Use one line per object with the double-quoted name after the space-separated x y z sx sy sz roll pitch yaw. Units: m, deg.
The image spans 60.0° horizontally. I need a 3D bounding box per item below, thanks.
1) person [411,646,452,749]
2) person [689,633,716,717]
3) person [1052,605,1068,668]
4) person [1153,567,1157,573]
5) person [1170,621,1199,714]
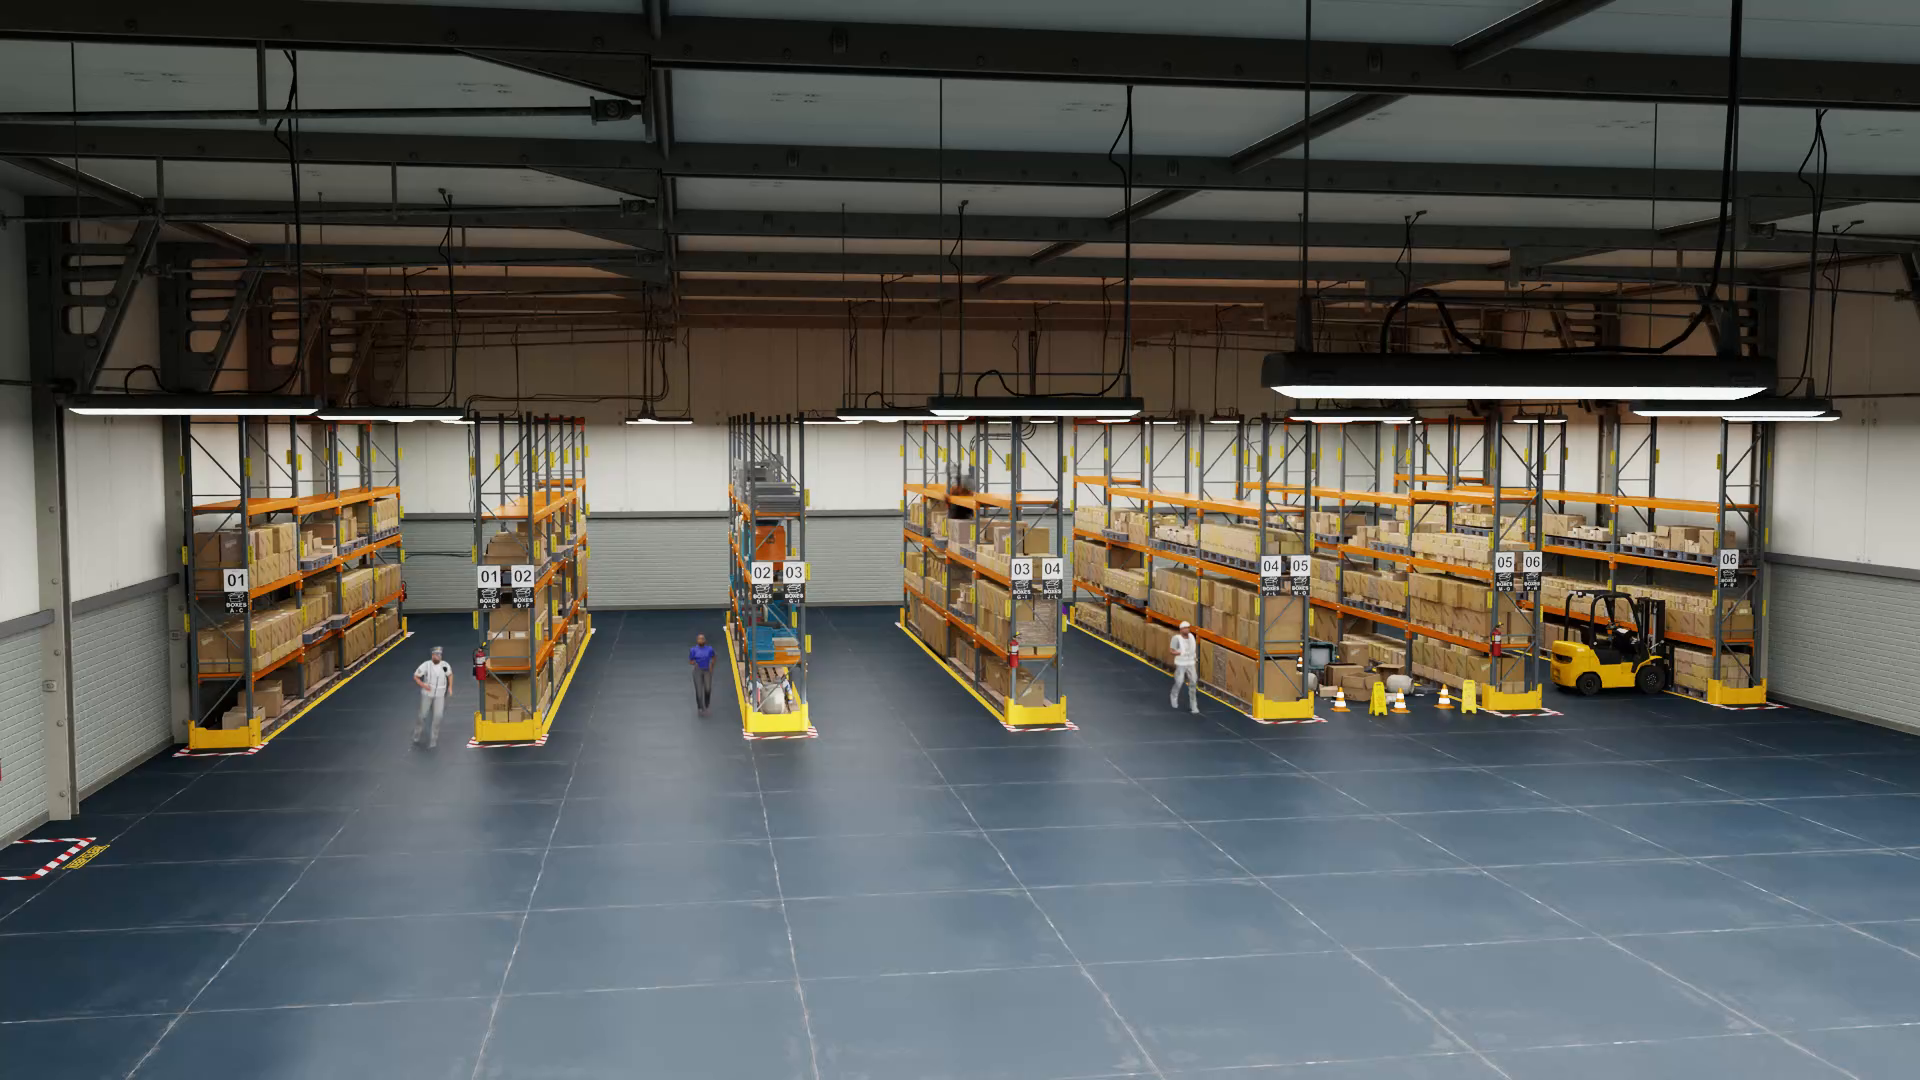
-9.490 2.816 29.989 0.739 1.807 0.841 -2 4 -27 "person"
-5.085 2.672 32.874 0.542 1.649 0.671 -1 4 -9 "person"
2.246 2.138 39.671 0.710 1.755 0.861 -1 4 -17 "person"
5.553 1.631 47.437 0.655 1.754 0.709 -1 4 -19 "person"
4.506 2.538 33.480 0.696 1.827 0.871 -1 4 -21 "person"
